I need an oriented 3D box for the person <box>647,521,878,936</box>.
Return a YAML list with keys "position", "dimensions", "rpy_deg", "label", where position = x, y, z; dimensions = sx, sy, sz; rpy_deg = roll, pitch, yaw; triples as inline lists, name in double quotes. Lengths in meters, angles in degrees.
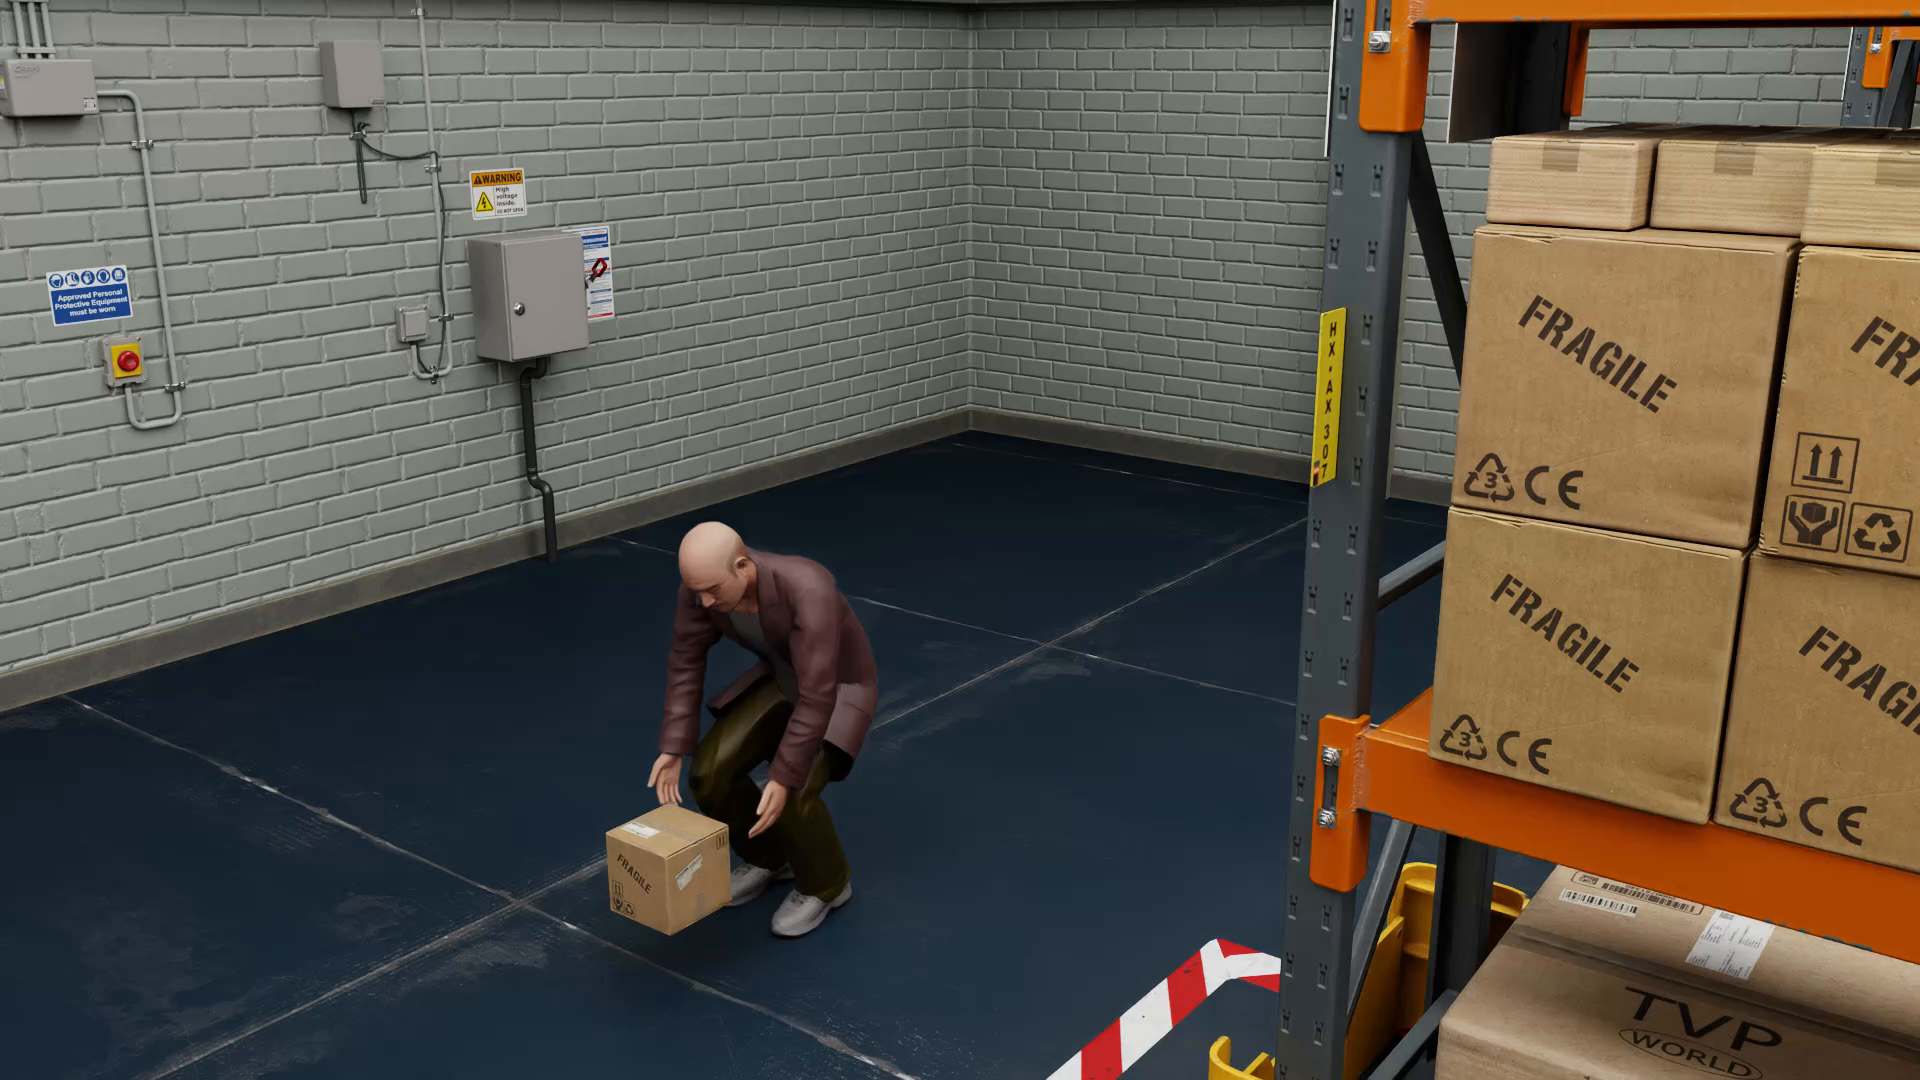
- position: [-0.545, 0.526, 5.057]
  dimensions: [0.633, 1.335, 0.763]
  rpy_deg: [12, 20, 35]
  label: "person"
